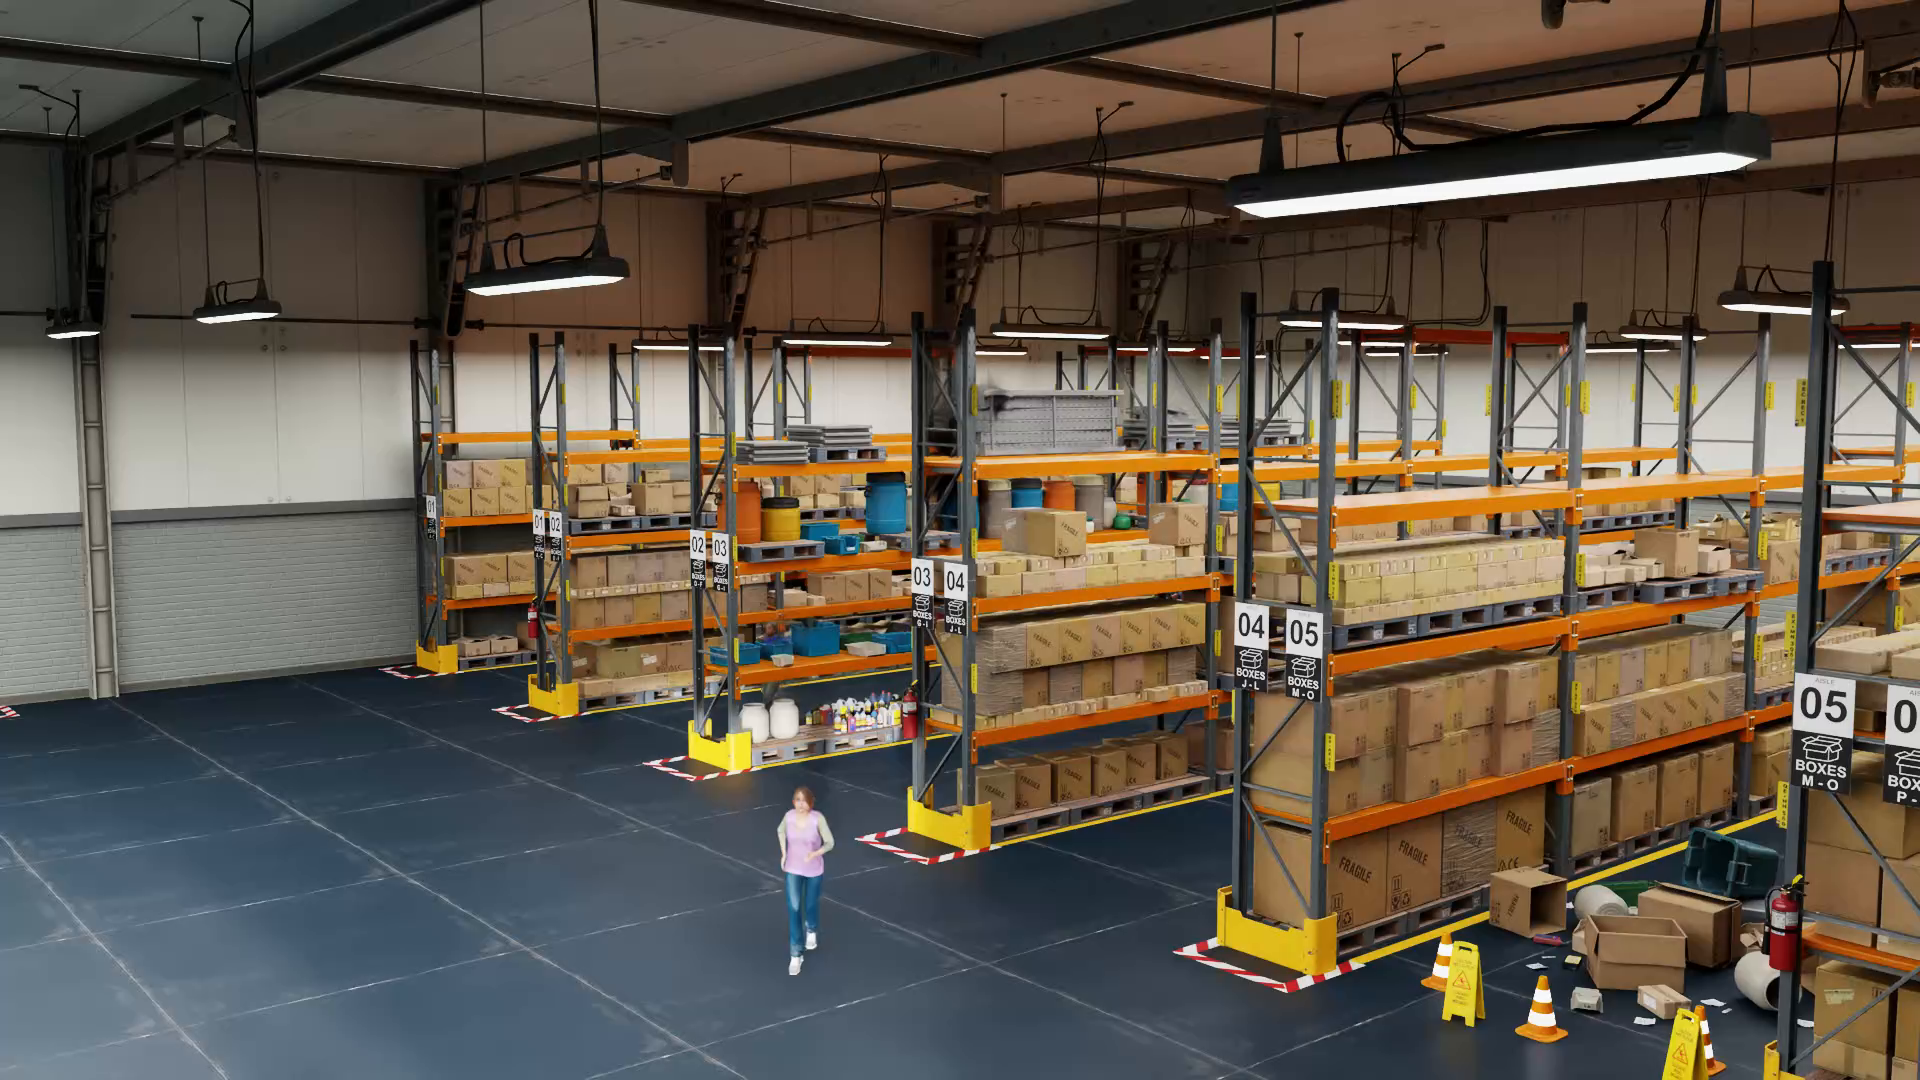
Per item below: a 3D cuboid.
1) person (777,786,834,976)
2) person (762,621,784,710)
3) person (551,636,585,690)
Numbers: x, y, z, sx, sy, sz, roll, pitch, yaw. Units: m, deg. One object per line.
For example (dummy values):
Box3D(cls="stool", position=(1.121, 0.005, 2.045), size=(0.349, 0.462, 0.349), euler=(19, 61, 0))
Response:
Box3D(cls="person", position=(-1.383, 2.989, 14.901), size=(0.530, 1.621, 0.770), euler=(0, 5, 0))
Box3D(cls="person", position=(-2.850, 2.032, 25.166), size=(0.550, 1.610, 0.544), euler=(5, 7, 41))
Box3D(cls="person", position=(-6.598, 1.627, 28.361), size=(0.655, 1.819, 0.851), euler=(4, 7, 36))
